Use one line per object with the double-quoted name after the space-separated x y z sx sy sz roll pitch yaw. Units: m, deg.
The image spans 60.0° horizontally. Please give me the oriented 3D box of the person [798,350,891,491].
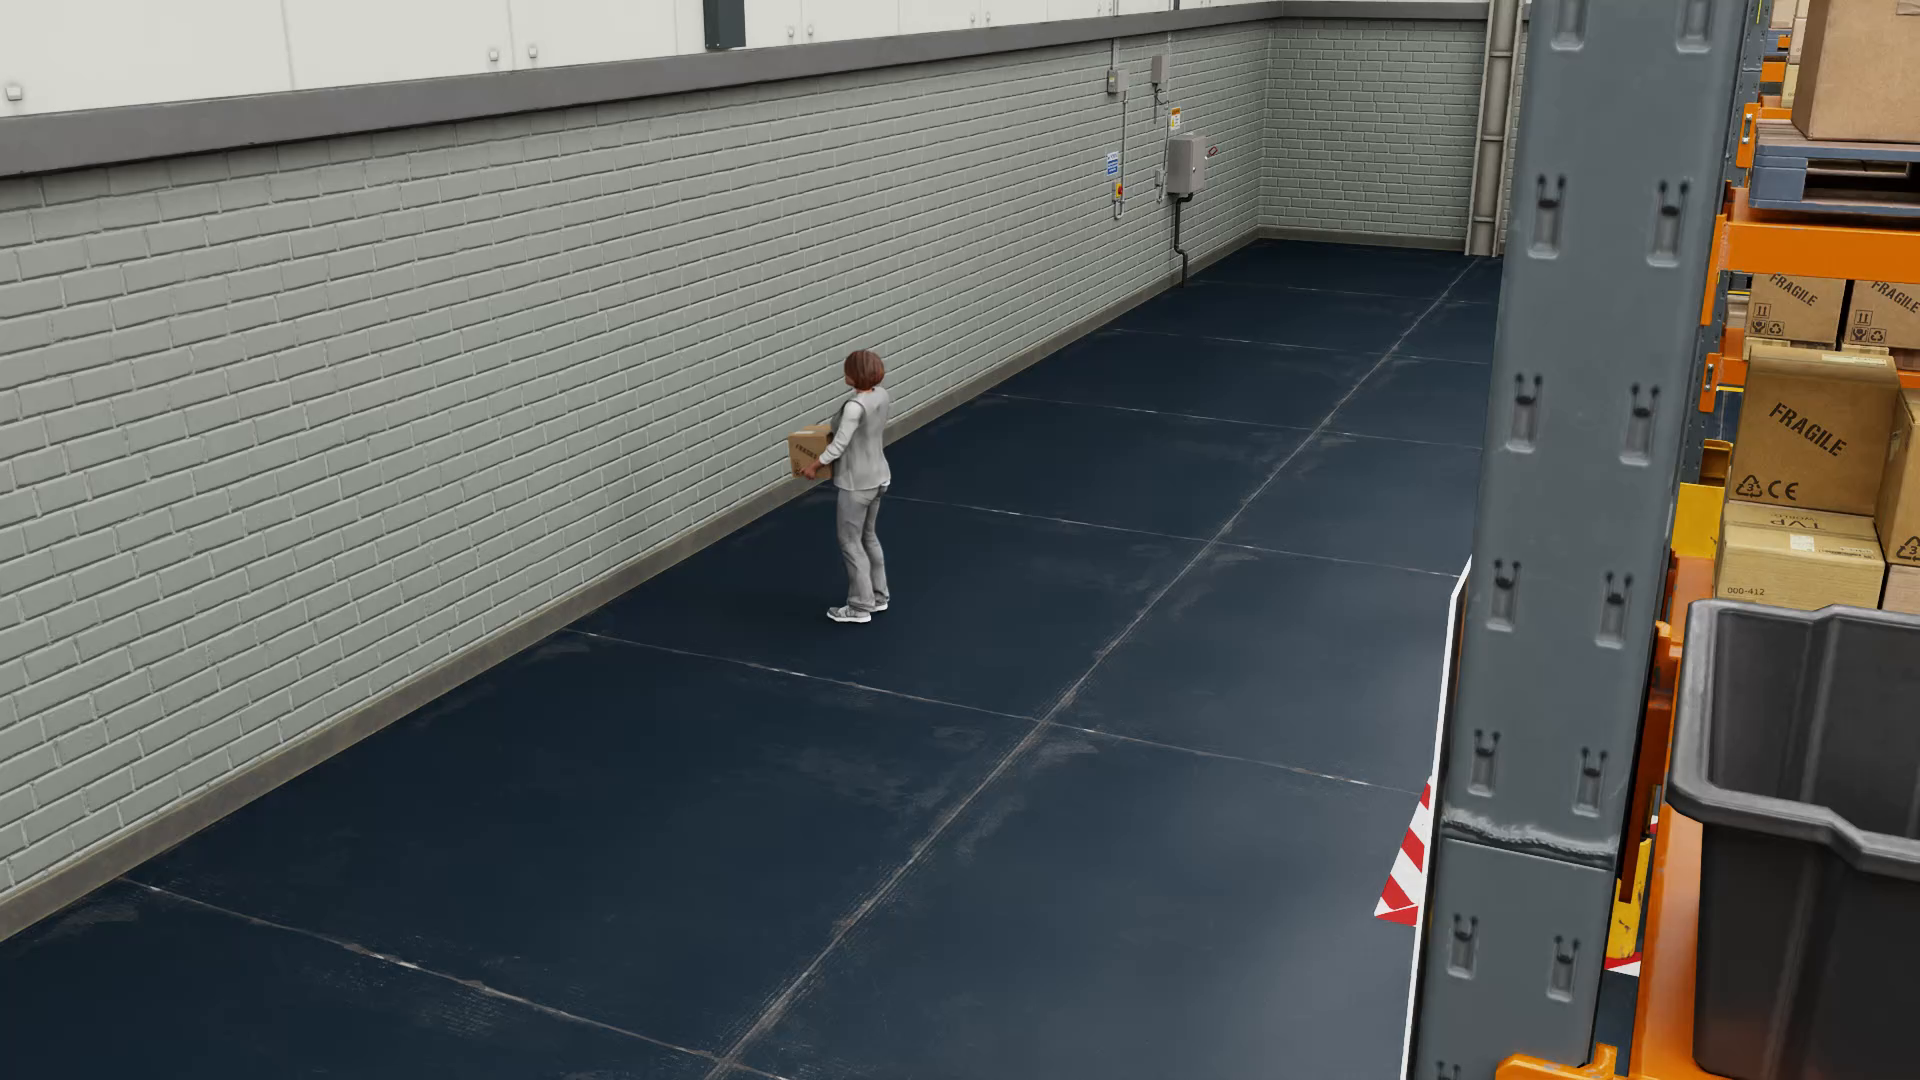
-0.645 -0.700 9.367 0.488 0.790 0.412 8 21 23 "person"
